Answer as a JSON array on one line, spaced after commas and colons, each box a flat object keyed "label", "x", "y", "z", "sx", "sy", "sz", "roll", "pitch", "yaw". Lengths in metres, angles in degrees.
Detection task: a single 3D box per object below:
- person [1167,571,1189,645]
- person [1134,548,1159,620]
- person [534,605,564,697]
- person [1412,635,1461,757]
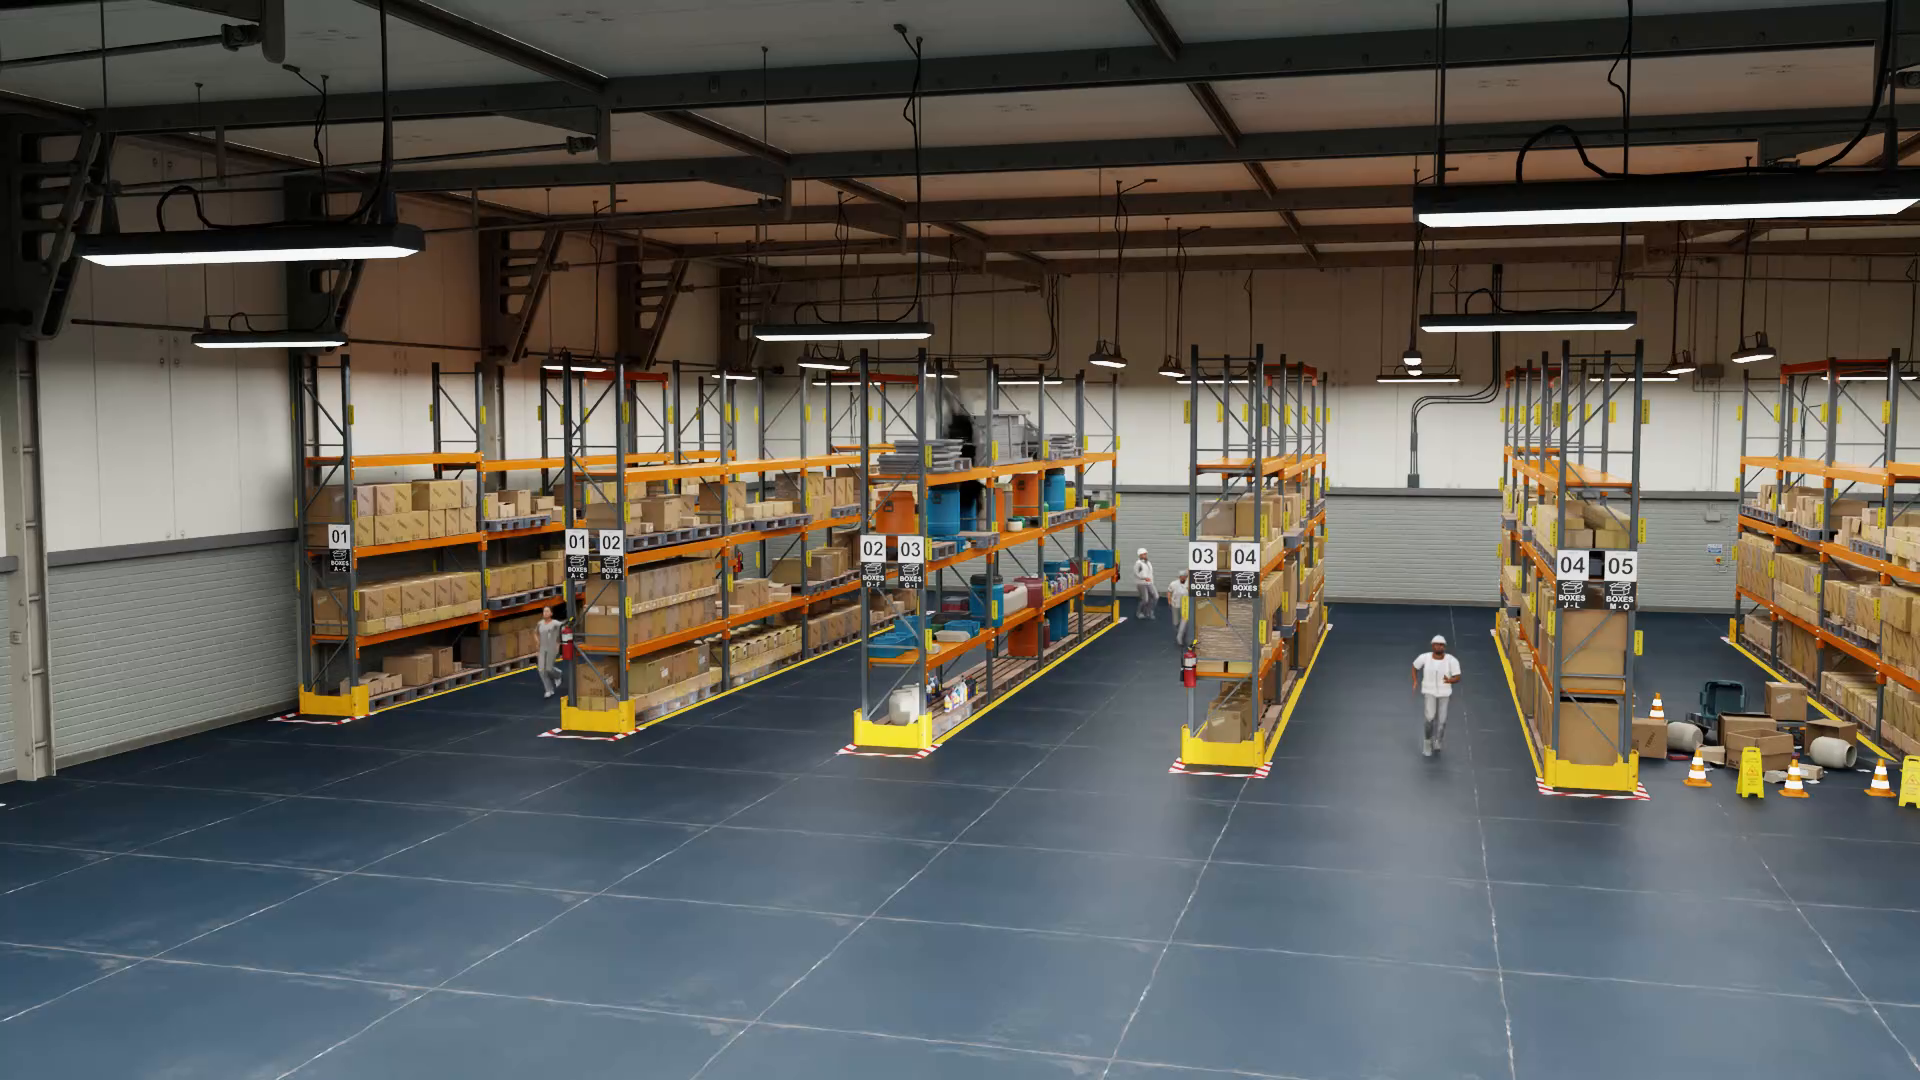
[{"label": "person", "x": 4.866, "y": 1.478, "z": 36.607, "sx": 0.627, "sy": 1.644, "sz": 0.726, "roll": 1, "pitch": 4, "yaw": 8}, {"label": "person", "x": 4.566, "y": 1.094, "z": 40.782, "sx": 0.699, "sy": 1.788, "sz": 0.594, "roll": -4, "pitch": 6, "yaw": -44}, {"label": "person", "x": -7.338, "y": 1.972, "z": 29.698, "sx": 0.565, "sy": 1.630, "sz": 0.572, "roll": 1, "pitch": 4, "yaw": 9}, {"label": "person", "x": 7.005, "y": 2.293, "z": 24.451, "sx": 0.673, "sy": 1.794, "sz": 0.726, "roll": 1, "pitch": 4, "yaw": 10}]
